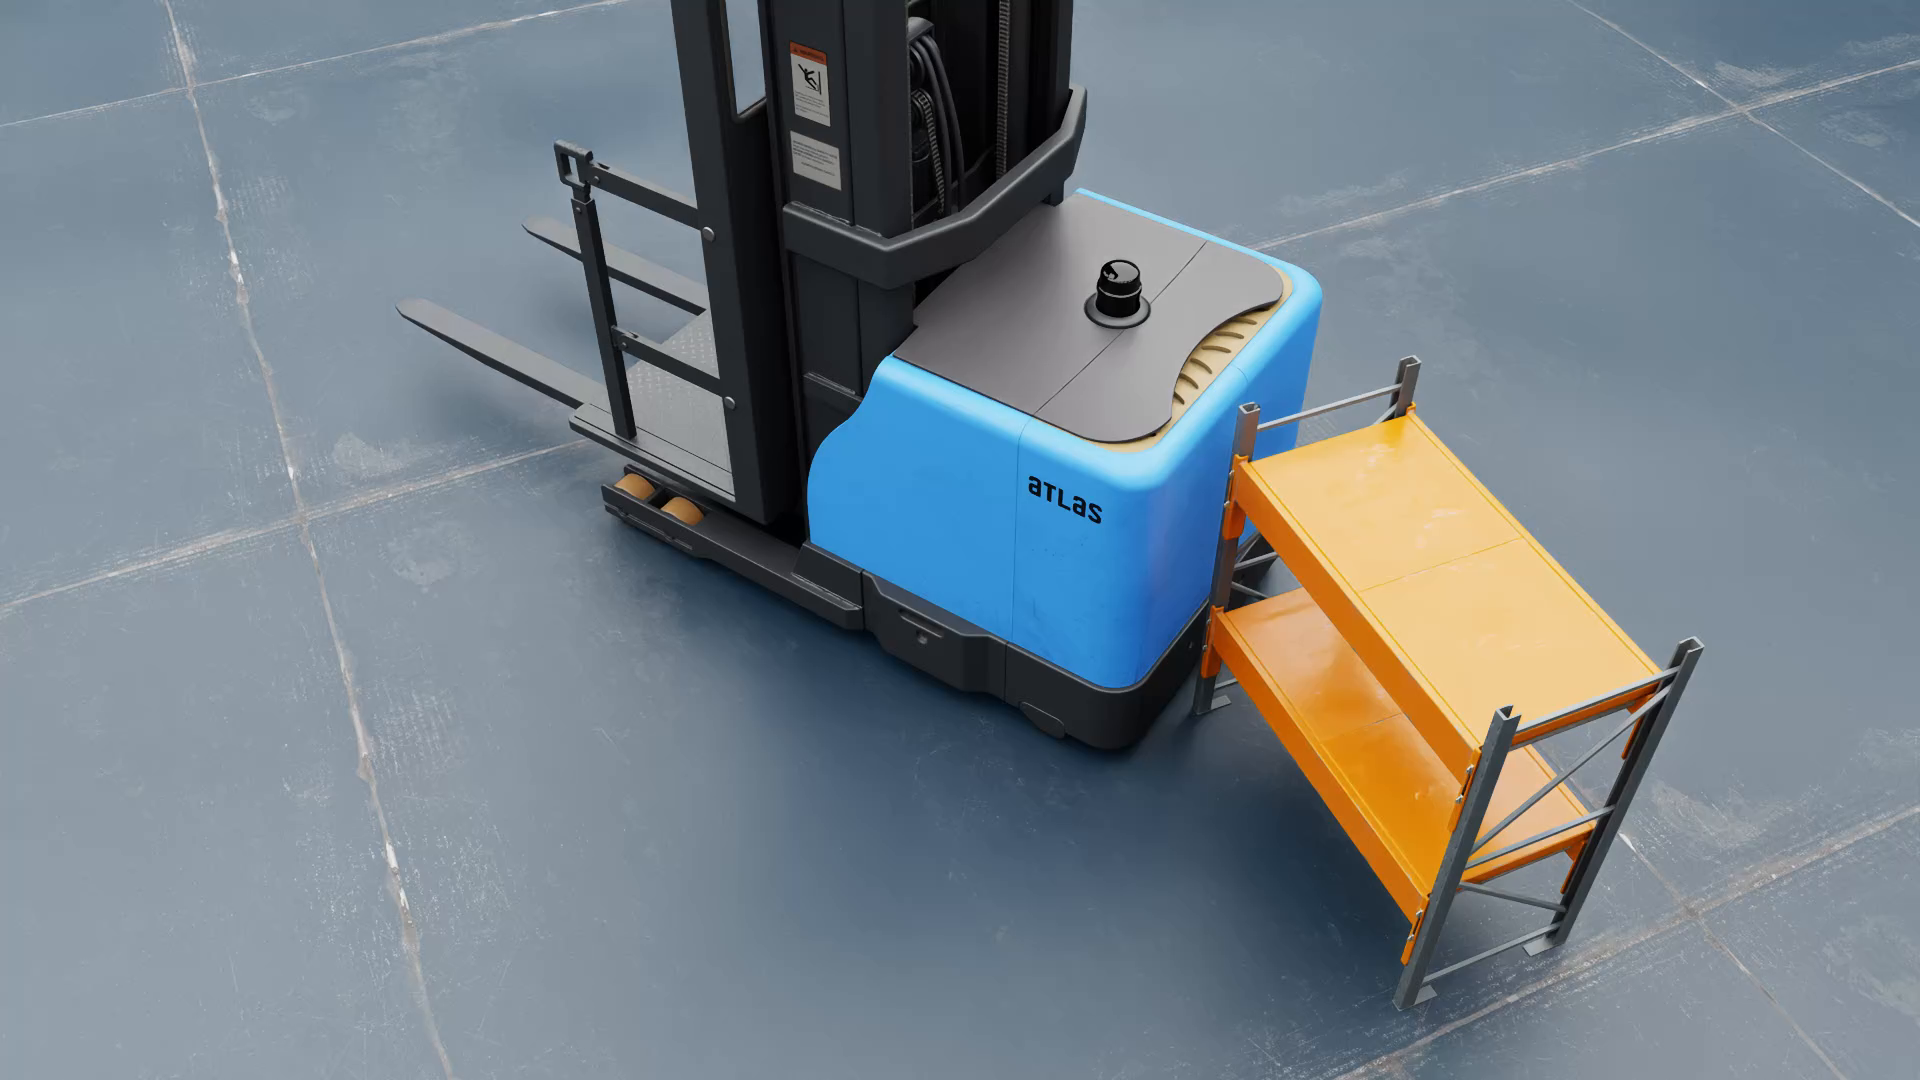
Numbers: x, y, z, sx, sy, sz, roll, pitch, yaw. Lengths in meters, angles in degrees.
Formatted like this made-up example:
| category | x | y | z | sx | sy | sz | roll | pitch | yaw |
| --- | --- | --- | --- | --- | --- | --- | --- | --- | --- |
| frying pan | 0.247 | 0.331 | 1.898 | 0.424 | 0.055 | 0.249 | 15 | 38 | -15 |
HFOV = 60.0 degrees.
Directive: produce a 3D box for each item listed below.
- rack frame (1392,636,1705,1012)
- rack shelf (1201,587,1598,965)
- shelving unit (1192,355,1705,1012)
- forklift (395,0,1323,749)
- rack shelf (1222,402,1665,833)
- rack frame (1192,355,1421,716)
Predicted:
| category | x | y | z | sx | sy | sz | roll | pitch | yaw |
| --- | --- | --- | --- | --- | --- | --- | --- | --- | --- |
| rack frame | 1.300 | 0.678 | 3.762 | 0.500 | 1.125 | 0.032 | -17 | 47 | -16 |
| rack shelf | 1.100 | 0.524 | 4.266 | 0.538 | 0.278 | 1.000 | -17 | 47 | -16 |
| shelving unit | 1.100 | 0.350 | 4.094 | 0.538 | 1.125 | 1.048 | -17 | 47 | -16 |
| forklift | -0.518 | -1.291 | 4.471 | 3.031 | 2.935 | 1.130 | 26 | 50 | 24 |
| rack shelf | 1.100 | 0.142 | 3.889 | 0.538 | 0.278 | 1.000 | -17 | 47 | -16 |
| rack frame | 0.901 | 0.022 | 4.427 | 0.500 | 1.125 | 0.032 | -17 | 47 | -16 |
